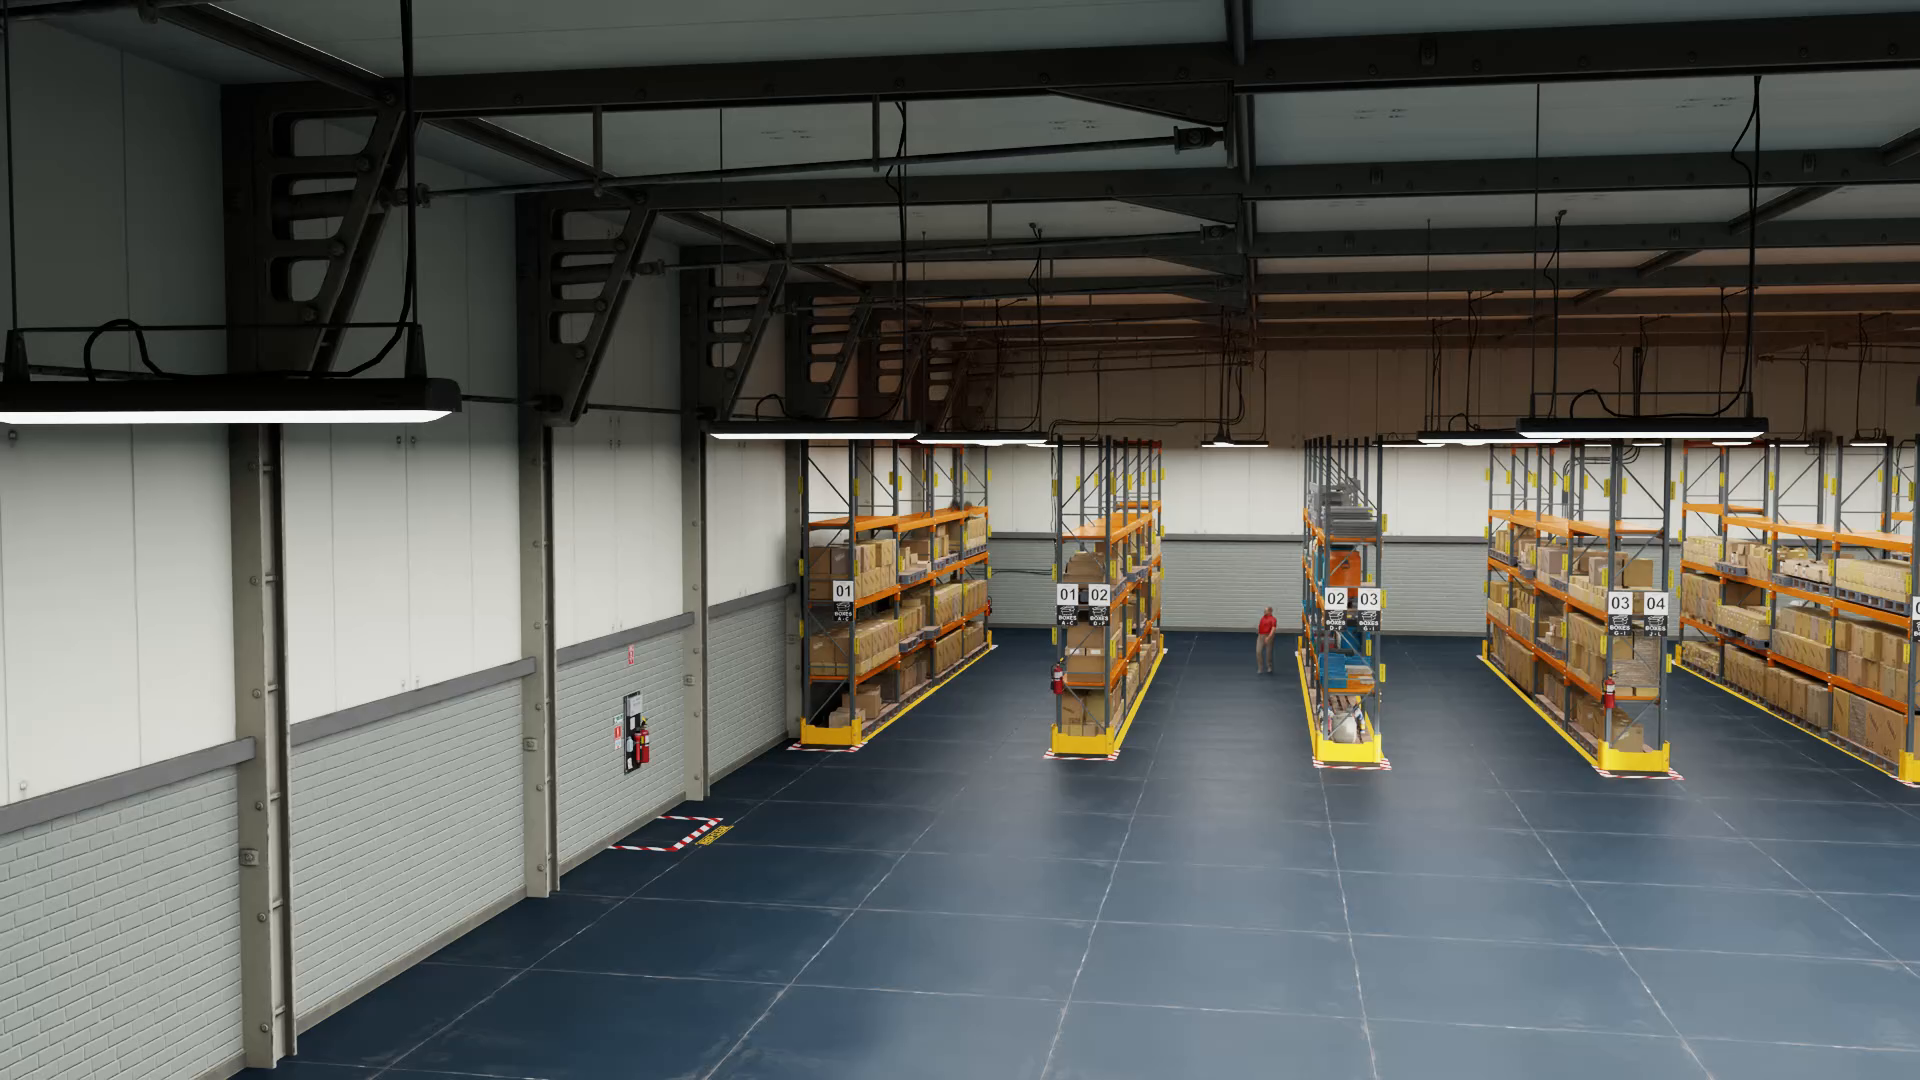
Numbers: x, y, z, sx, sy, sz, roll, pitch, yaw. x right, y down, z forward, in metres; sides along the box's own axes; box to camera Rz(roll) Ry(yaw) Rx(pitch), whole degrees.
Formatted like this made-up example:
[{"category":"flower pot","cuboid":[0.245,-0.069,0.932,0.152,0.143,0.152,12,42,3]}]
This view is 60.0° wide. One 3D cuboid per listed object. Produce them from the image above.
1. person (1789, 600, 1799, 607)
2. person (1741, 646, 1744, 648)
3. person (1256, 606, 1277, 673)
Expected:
[{"category":"person","cuboid":[21.846,2.484,43.552,0.671,1.807,0.564,-1,3,-24]},{"category":"person","cuboid":[21.816,2.413,45.773,0.879,1.636,0.500,0,3,-6]},{"category":"person","cuboid":[7.850,2.578,42.697,0.548,1.742,0.646,2,4,29]}]
